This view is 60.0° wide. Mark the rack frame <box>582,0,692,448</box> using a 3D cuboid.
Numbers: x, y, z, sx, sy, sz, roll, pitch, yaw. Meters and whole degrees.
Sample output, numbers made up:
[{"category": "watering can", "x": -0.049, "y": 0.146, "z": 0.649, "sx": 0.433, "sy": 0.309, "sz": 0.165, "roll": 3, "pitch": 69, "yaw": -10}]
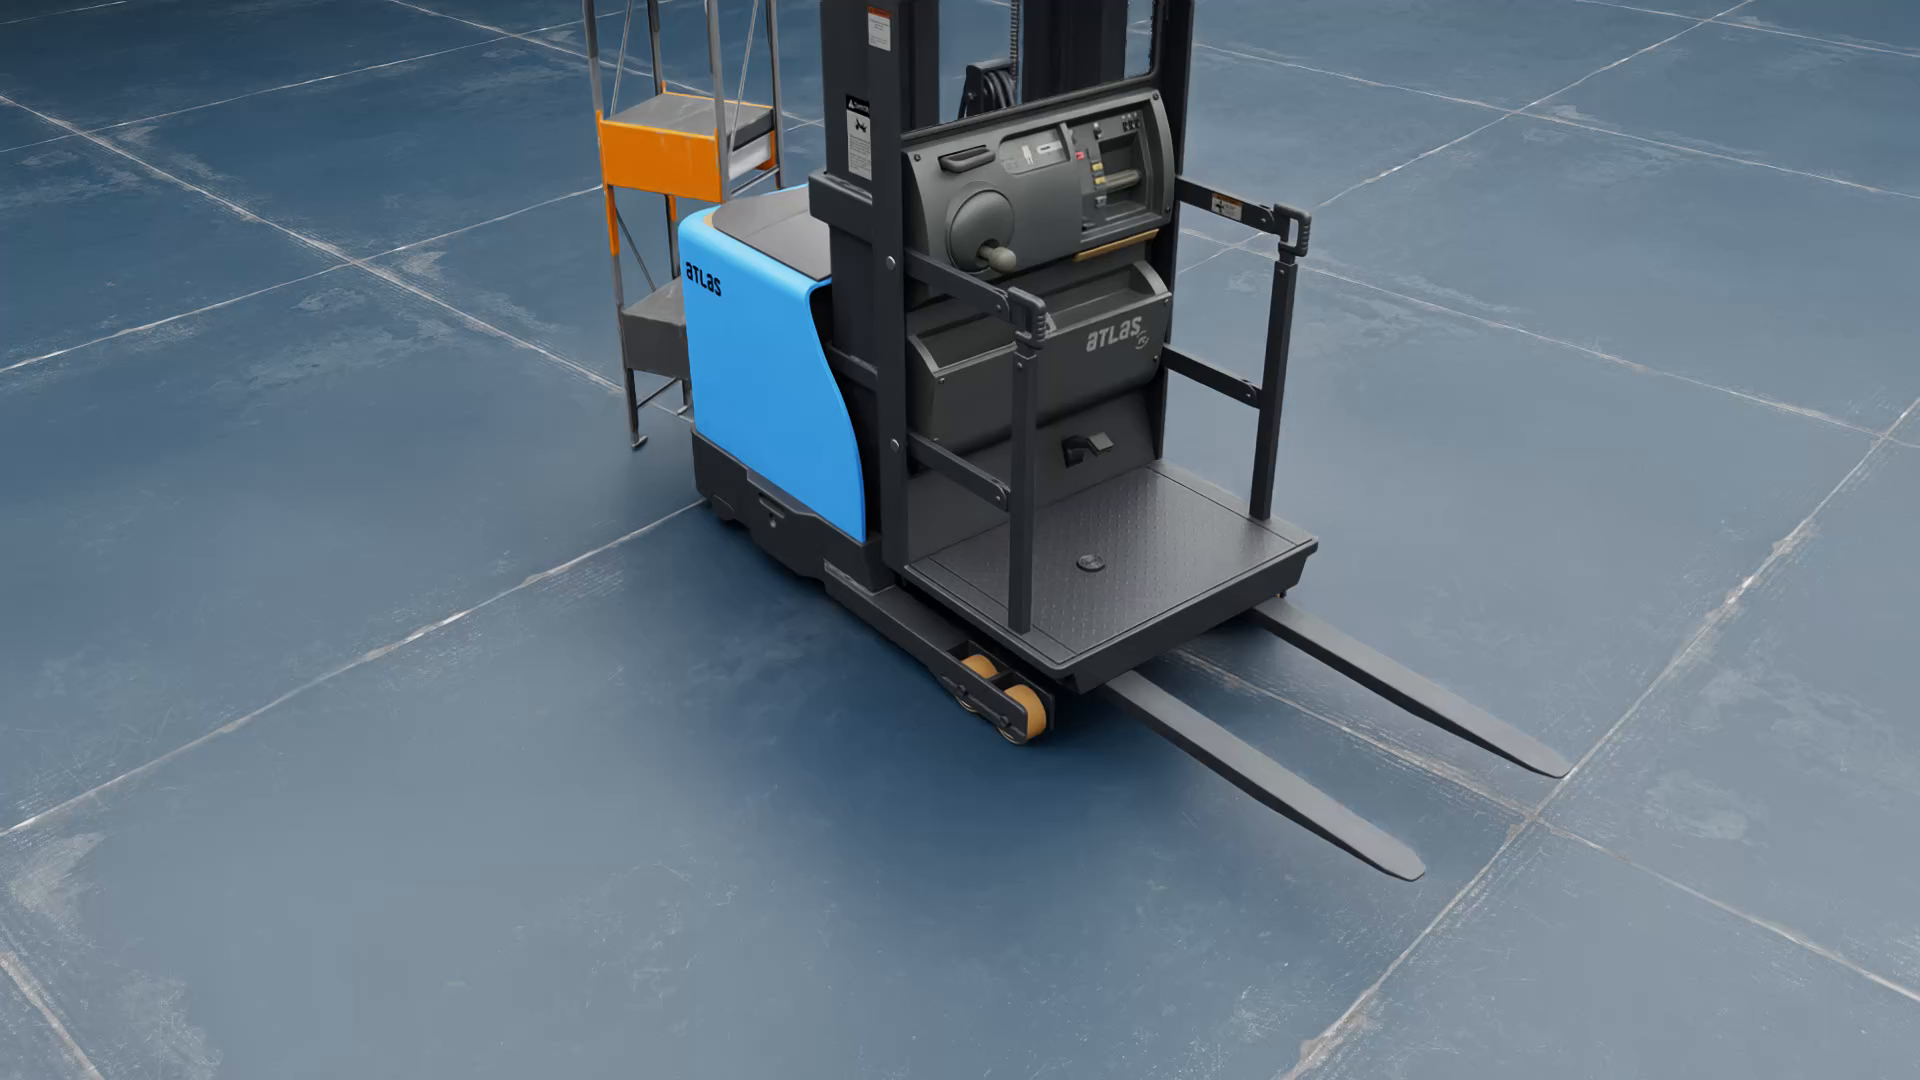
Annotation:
[{"category": "rack frame", "x": -1.158, "y": -1.345, "z": 5.946, "sx": 0.015, "sy": 2.100, "sz": 0.400, "roll": 13, "pitch": 33, "yaw": 21}]

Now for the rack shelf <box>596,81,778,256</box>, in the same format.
[{"category": "rack shelf", "x": -0.936, "y": -1.280, "z": 5.865, "sx": 0.480, "sy": 0.518, "sz": 0.431, "roll": 13, "pitch": 33, "yaw": 21}]

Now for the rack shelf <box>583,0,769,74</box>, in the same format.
[{"category": "rack shelf", "x": -0.935, "y": -1.882, "z": 5.507, "sx": 0.480, "sy": 0.518, "sz": 0.431, "roll": 13, "pitch": 33, "yaw": 21}]

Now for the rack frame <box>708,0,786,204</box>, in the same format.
[{"category": "rack frame", "x": -0.714, "y": -1.239, "z": 5.771, "sx": 0.015, "sy": 2.100, "sz": 0.400, "roll": 13, "pitch": 33, "yaw": 21}]

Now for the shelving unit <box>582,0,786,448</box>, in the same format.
[{"category": "shelving unit", "x": -0.936, "y": -1.292, "z": 5.858, "sx": 0.503, "sy": 2.100, "sz": 0.431, "roll": 13, "pitch": 33, "yaw": 21}]

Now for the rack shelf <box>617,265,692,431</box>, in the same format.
[{"category": "rack shelf", "x": -0.938, "y": -0.679, "z": 6.223, "sx": 0.480, "sy": 0.518, "sz": 0.431, "roll": 13, "pitch": 33, "yaw": 21}]

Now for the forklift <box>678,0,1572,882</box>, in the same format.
[{"category": "forklift", "x": 0.380, "y": -0.964, "z": 4.510, "sx": 1.130, "sy": 2.935, "sz": 3.031, "roll": -23, "pitch": 38, "yaw": -33}]
